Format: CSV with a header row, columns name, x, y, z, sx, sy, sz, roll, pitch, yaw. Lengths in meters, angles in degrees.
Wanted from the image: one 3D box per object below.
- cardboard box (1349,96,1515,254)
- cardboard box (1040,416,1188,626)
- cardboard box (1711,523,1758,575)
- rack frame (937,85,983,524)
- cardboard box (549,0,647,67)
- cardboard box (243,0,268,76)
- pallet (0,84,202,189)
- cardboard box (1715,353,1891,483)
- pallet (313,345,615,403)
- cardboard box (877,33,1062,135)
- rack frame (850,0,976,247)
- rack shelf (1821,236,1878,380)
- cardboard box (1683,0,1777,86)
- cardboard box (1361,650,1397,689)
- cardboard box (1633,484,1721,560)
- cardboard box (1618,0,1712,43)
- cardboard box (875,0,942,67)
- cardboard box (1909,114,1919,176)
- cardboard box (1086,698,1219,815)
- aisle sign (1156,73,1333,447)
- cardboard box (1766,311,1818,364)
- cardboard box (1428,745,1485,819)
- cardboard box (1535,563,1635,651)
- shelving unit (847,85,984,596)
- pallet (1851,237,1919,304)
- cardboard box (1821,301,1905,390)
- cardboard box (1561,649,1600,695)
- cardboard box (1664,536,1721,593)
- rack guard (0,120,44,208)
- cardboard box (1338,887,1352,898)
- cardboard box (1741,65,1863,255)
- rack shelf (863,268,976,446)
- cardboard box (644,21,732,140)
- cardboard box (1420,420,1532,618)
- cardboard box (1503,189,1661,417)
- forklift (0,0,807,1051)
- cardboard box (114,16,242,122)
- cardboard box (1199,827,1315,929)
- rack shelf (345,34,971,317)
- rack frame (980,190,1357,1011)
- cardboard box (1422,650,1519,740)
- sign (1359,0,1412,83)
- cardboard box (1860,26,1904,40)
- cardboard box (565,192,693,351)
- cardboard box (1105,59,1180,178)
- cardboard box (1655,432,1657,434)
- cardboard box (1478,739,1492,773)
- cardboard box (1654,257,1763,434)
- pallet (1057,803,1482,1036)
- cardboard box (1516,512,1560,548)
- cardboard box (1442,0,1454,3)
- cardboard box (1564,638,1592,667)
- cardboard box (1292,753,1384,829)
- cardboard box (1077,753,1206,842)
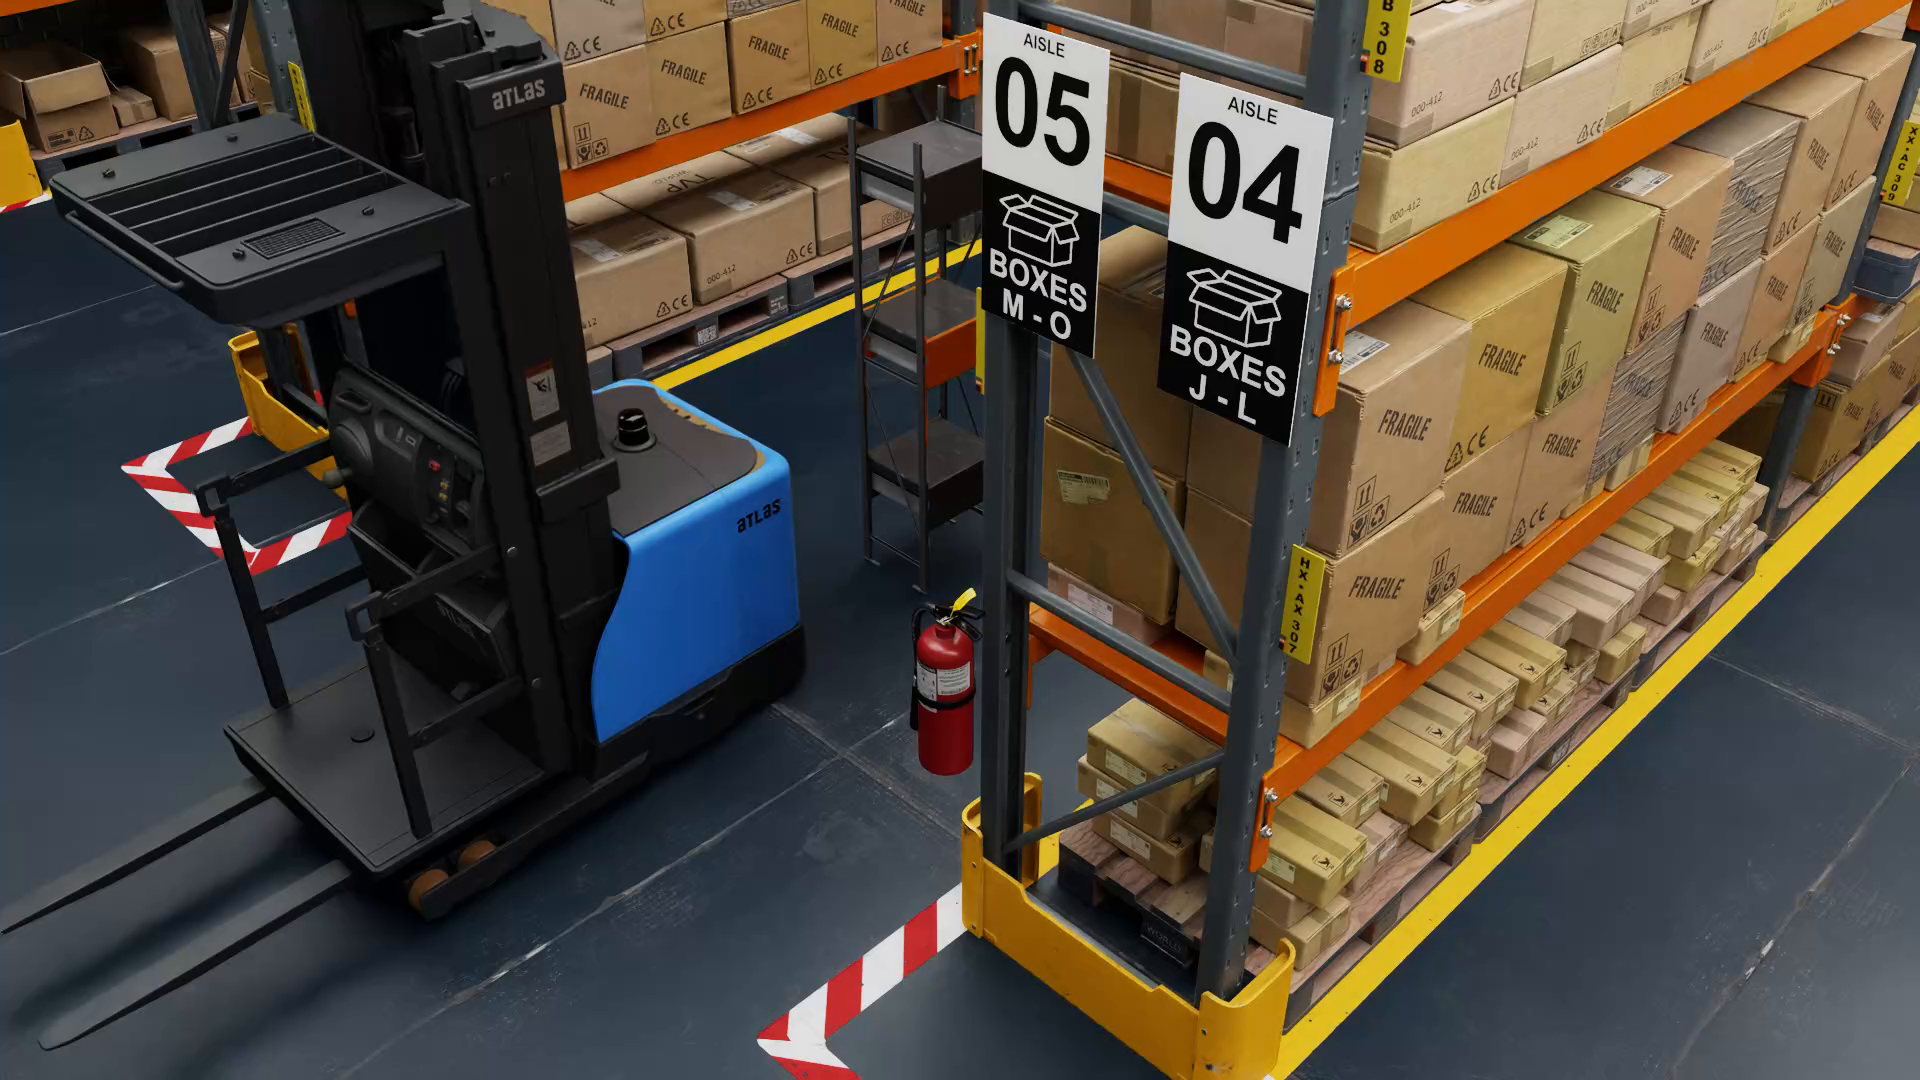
name,x,y,z,sx,sy,sz,roll,pitch,yaw
cardboard box,0.959,-0.950,3.999,0.500,0.250,0.500,-28,44,-34
cardboard box,0.596,-0.151,4.997,0.500,0.500,0.500,-29,44,-35
cardboard box,3.245,-0.032,7.299,0.250,0.149,0.380,-29,44,-35
rack frame,0.055,-0.893,7.195,0.400,2.100,0.015,30,45,35
cardboard box,-1.866,-2.612,7.911,0.500,0.500,0.500,29,44,35
cardboard box,-2.952,-2.399,7.606,0.500,0.500,0.500,-28,44,-34
pallet,-6.033,-2.866,11.675,1.003,0.211,1.213,30,45,35
cardboard box,3.989,-0.666,7.900,0.500,0.500,0.500,-28,44,-34
pallet,-2.615,-0.868,8.811,1.003,0.211,1.213,30,45,35
cardboard box,0.076,-2.864,10.725,0.875,0.875,0.875,-28,44,-34
rack frame,-0.304,-3.280,9.831,1.000,3.000,0.127,30,45,35
rack shelf,4.689,-1.843,8.399,1.077,0.370,4.000,30,45,35
cardboard box,2.058,-1.581,4.904,0.500,0.250,0.500,29,44,35
cardboard box,1.072,0.282,4.944,0.250,0.149,0.380,-28,44,-34
cardboard box,2.892,-0.100,6.876,0.380,0.149,0.250,29,44,35
cardboard box,1.687,-1.562,4.439,0.500,0.250,0.500,-29,44,-35
cardboard box,-0.450,-3.029,9.384,0.500,0.500,0.500,-29,44,-35
cardboard box,3.884,-1.614,6.774,0.250,0.149,0.380,-27,43,-33
cardboard box,0.655,0.734,5.680,0.250,0.149,0.380,-29,44,-35
aisle sign,0.623,-0.618,3.741,0.394,0.787,0.004,30,45,35
cardboard box,3.141,-0.864,6.586,0.380,0.149,0.250,28,44,34
cardboard box,1.613,0.780,5.874,0.250,0.149,0.380,-28,44,-34
cardboard box,2.347,0.236,6.395,0.380,0.149,0.250,28,44,34
shelving unit,-0.117,-0.794,7.053,0.431,2.100,0.503,30,45,35
pallet,3.922,-1.499,7.444,1.003,0.211,1.213,30,45,35
cardboard box,3.988,-0.974,7.687,0.500,0.250,0.500,27,43,33
cardboard box,2.285,0.467,6.583,0.250,0.149,0.380,-29,44,-35
cardboard box,2.925,0.036,6.941,0.380,0.149,0.250,28,44,34
rack guard,-6.594,-2.661,11.128,1.175,0.500,0.348,30,45,35
cardboard box,1.184,1.072,5.715,0.380,0.149,0.250,29,44,35
cardboard box,2.780,-1.387,5.895,0.500,0.500,0.500,28,44,34
rack shelf,-0.117,-0.783,7.061,0.431,0.518,0.480,30,45,35
cardboard box,-1.532,-2.402,8.485,0.500,0.500,0.500,-28,44,-34
cardboard box,1.333,-0.163,5.015,0.500,0.500,0.500,30,45,35
cardboard box,1.700,-0.760,4.996,0.500,0.500,0.500,28,44,34
forklift,-2.012,-0.208,5.487,1.130,2.935,3.031,28,44,34
cardboard box,-5.519,-3.343,11.740,0.500,0.500,0.700,-28,44,-34
cardboard box,1.013,1.064,5.467,0.250,0.149,0.380,-28,44,-34
rack shelf,-1.713,-2.173,8.872,1.077,0.370,4.000,30,45,35
rack frame,0.462,0.298,4.700,1.000,3.000,0.127,30,45,35
cardboard box,1.767,0.521,5.985,0.250,0.149,0.380,-28,44,-34
sign,0.847,-1.072,3.279,0.100,0.325,0.005,30,45,35
cardboard box,4.157,-2.299,7.757,0.380,0.149,0.250,28,44,34
cardboard box,-2.089,-1.460,9.095,0.875,0.438,0.875,-29,44,-34
cardboard box,0.594,-1.162,4.303,0.500,0.250,0.500,29,44,34
cardboard box,2.323,-0.481,6.037,0.380,0.149,0.250,29,44,35
cardboard box,1.724,0.767,6.153,0.380,0.149,0.250,30,45,35
cardboard box,2.421,-0.767,5.880,0.500,0.500,0.500,29,44,35
pallet,1.113,1.095,5.995,1.003,0.211,1.213,30,45,35
cardboard box,1.788,-0.155,5.570,0.380,0.149,0.250,29,44,34
cardboard box,1.044,-1.375,3.823,0.250,0.149,0.380,-28,44,-34
cardboard box,2.310,0.310,6.548,0.380,0.149,0.250,27,43,33
cardboard box,1.181,0.815,5.564,0.250,0.149,0.380,-29,44,-35
cardboard box,0.631,0.844,5.783,0.380,0.149,0.250,28,44,34
